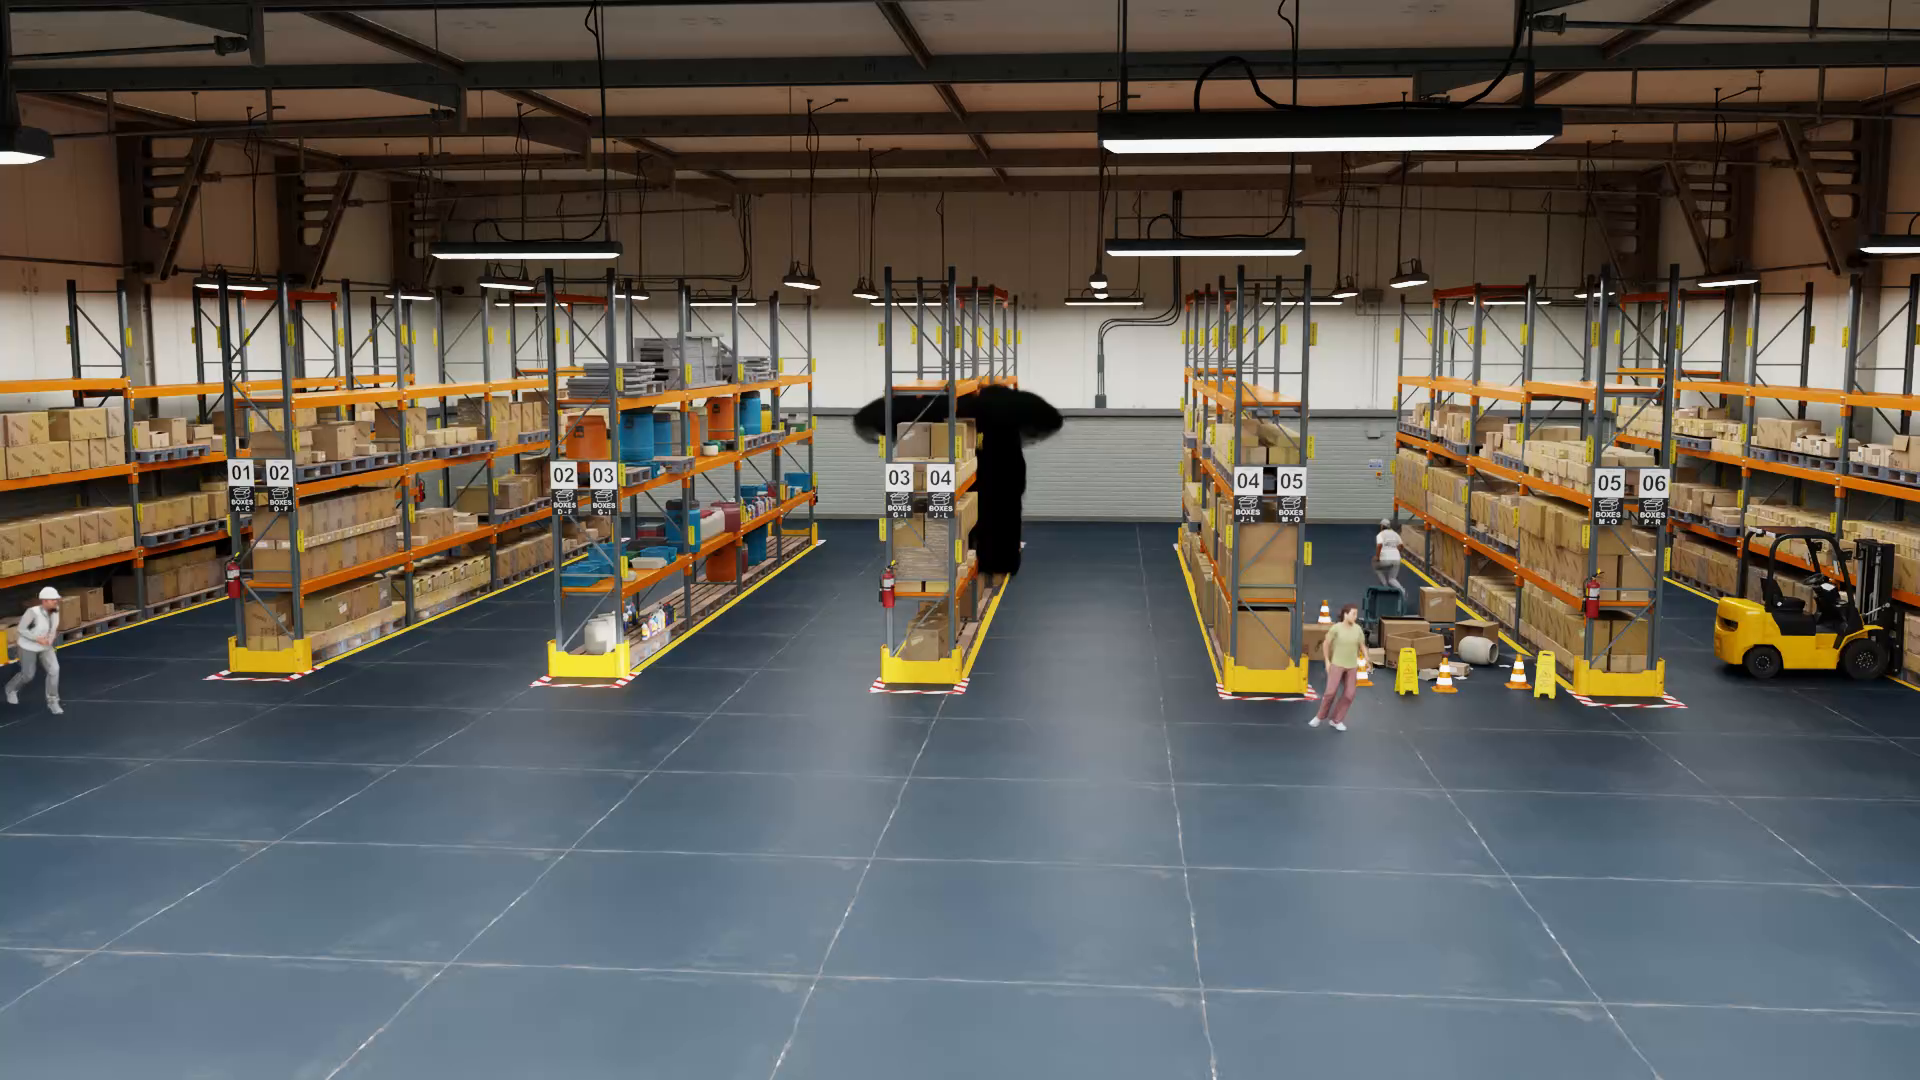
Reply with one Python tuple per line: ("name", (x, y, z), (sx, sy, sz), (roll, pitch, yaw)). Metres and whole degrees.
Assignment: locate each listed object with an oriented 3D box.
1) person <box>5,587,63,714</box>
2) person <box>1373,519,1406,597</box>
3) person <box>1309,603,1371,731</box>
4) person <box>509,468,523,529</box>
("person", (-12.459, 1.472, 22.355), (1.041, 1.733, 0.692), (2, 7, 18))
("person", (8.083, 0.396, 31.276), (0.607, 1.559, 0.847), (-2, 7, -16))
("person", (4.855, 1.629, 21.220), (0.699, 1.657, 0.546), (-2, 7, -16))
("person", (-11.368, -0.985, 42.189), (0.908, 1.704, 0.650), (1, 7, 10))
